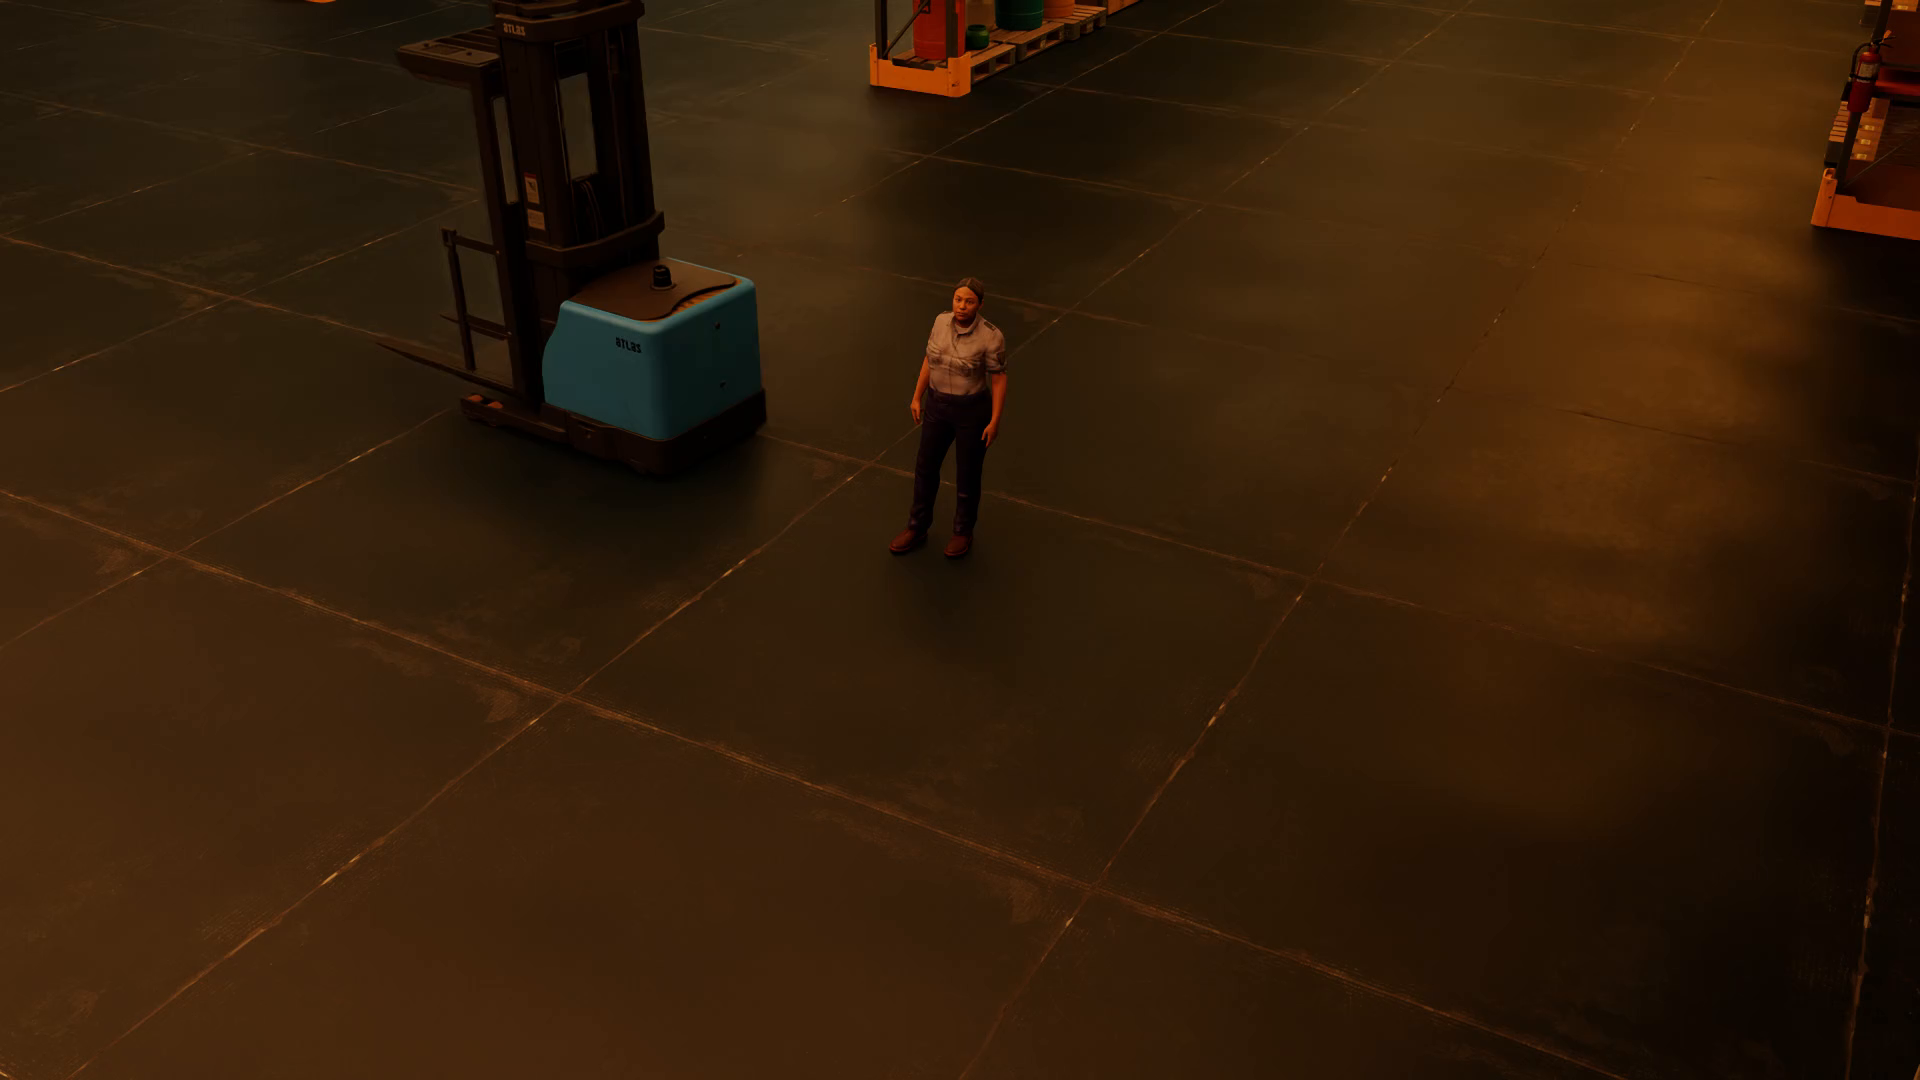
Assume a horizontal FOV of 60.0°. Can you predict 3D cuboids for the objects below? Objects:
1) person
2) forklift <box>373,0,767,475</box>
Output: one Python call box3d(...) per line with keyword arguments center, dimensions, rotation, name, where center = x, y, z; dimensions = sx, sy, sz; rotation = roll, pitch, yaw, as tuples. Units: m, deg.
box3d(center=(-0.063, -0.687, 9.529), dimensions=(0.598, 1.651, 0.503), rotation=(15, 33, 25), name="person")
box3d(center=(-2.819, -2.243, 10.957), dimensions=(3.031, 2.935, 1.130), rotation=(19, 35, 29), name="forklift")
